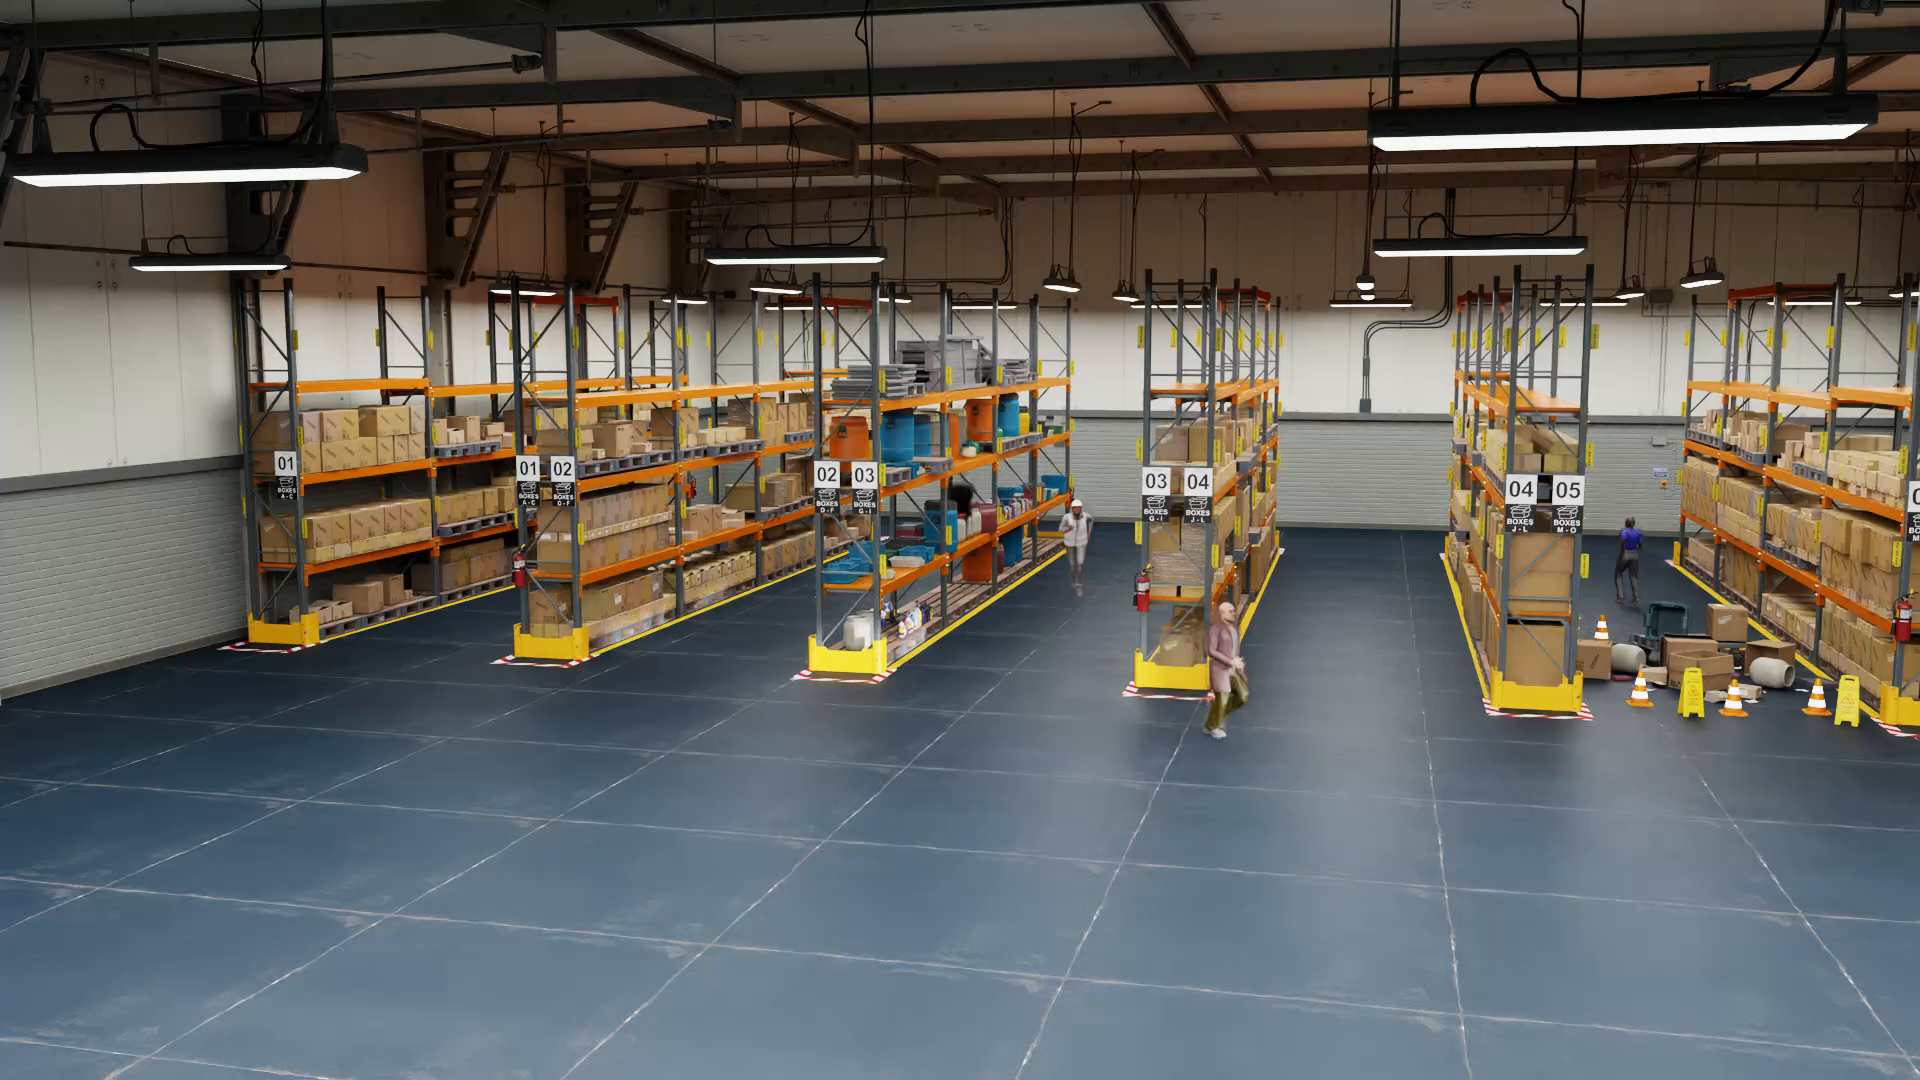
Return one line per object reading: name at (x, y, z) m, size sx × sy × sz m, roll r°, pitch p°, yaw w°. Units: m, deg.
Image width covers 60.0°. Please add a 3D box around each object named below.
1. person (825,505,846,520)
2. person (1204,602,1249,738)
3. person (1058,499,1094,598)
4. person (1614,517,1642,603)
person at (-3.192, -0.992, 43.269) m, size 0.881 × 1.727 × 0.667 m, roll 4°, pitch 8°, yaw 30°
person at (3.366, 1.641, 20.902) m, size 0.690 × 1.733 × 0.715 m, roll -6°, pitch 9°, yaw -41°
person at (2.179, 0.140, 31.232) m, size 0.649 × 1.851 × 0.894 m, roll 1°, pitch 7°, yaw 6°
person at (12.729, 0.410, 31.662) m, size 0.527 × 1.714 × 0.778 m, roll 0°, pitch 7°, yaw -1°
